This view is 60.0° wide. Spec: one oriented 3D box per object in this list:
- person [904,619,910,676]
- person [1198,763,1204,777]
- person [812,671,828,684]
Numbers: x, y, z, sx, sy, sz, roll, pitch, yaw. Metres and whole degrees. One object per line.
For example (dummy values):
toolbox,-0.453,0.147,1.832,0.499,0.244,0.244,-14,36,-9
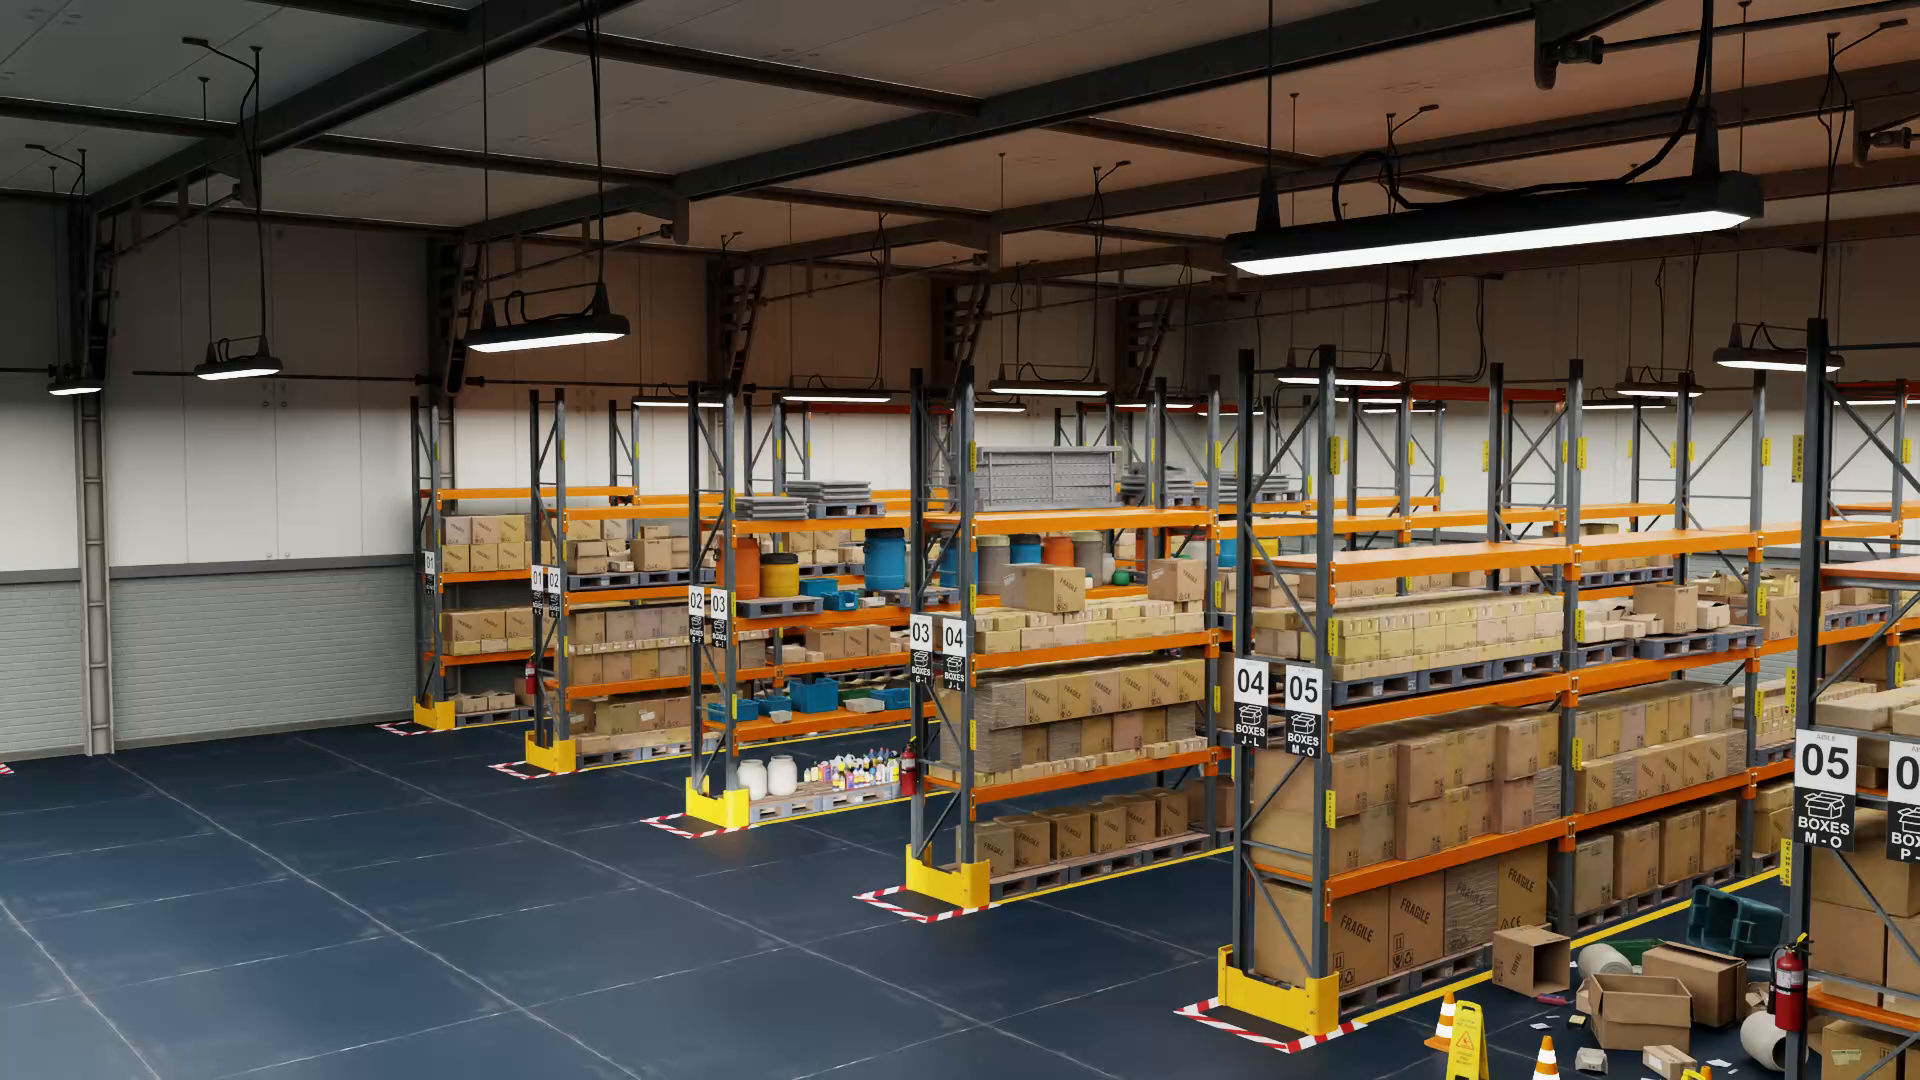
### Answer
person,-0.943,2.387,33.763,0.520,1.583,0.464,3,5,44
person,3.533,2.896,24.030,0.403,1.699,0.519,2,4,26
person,-2.707,2.492,31.734,0.439,1.572,0.444,0,3,-6
